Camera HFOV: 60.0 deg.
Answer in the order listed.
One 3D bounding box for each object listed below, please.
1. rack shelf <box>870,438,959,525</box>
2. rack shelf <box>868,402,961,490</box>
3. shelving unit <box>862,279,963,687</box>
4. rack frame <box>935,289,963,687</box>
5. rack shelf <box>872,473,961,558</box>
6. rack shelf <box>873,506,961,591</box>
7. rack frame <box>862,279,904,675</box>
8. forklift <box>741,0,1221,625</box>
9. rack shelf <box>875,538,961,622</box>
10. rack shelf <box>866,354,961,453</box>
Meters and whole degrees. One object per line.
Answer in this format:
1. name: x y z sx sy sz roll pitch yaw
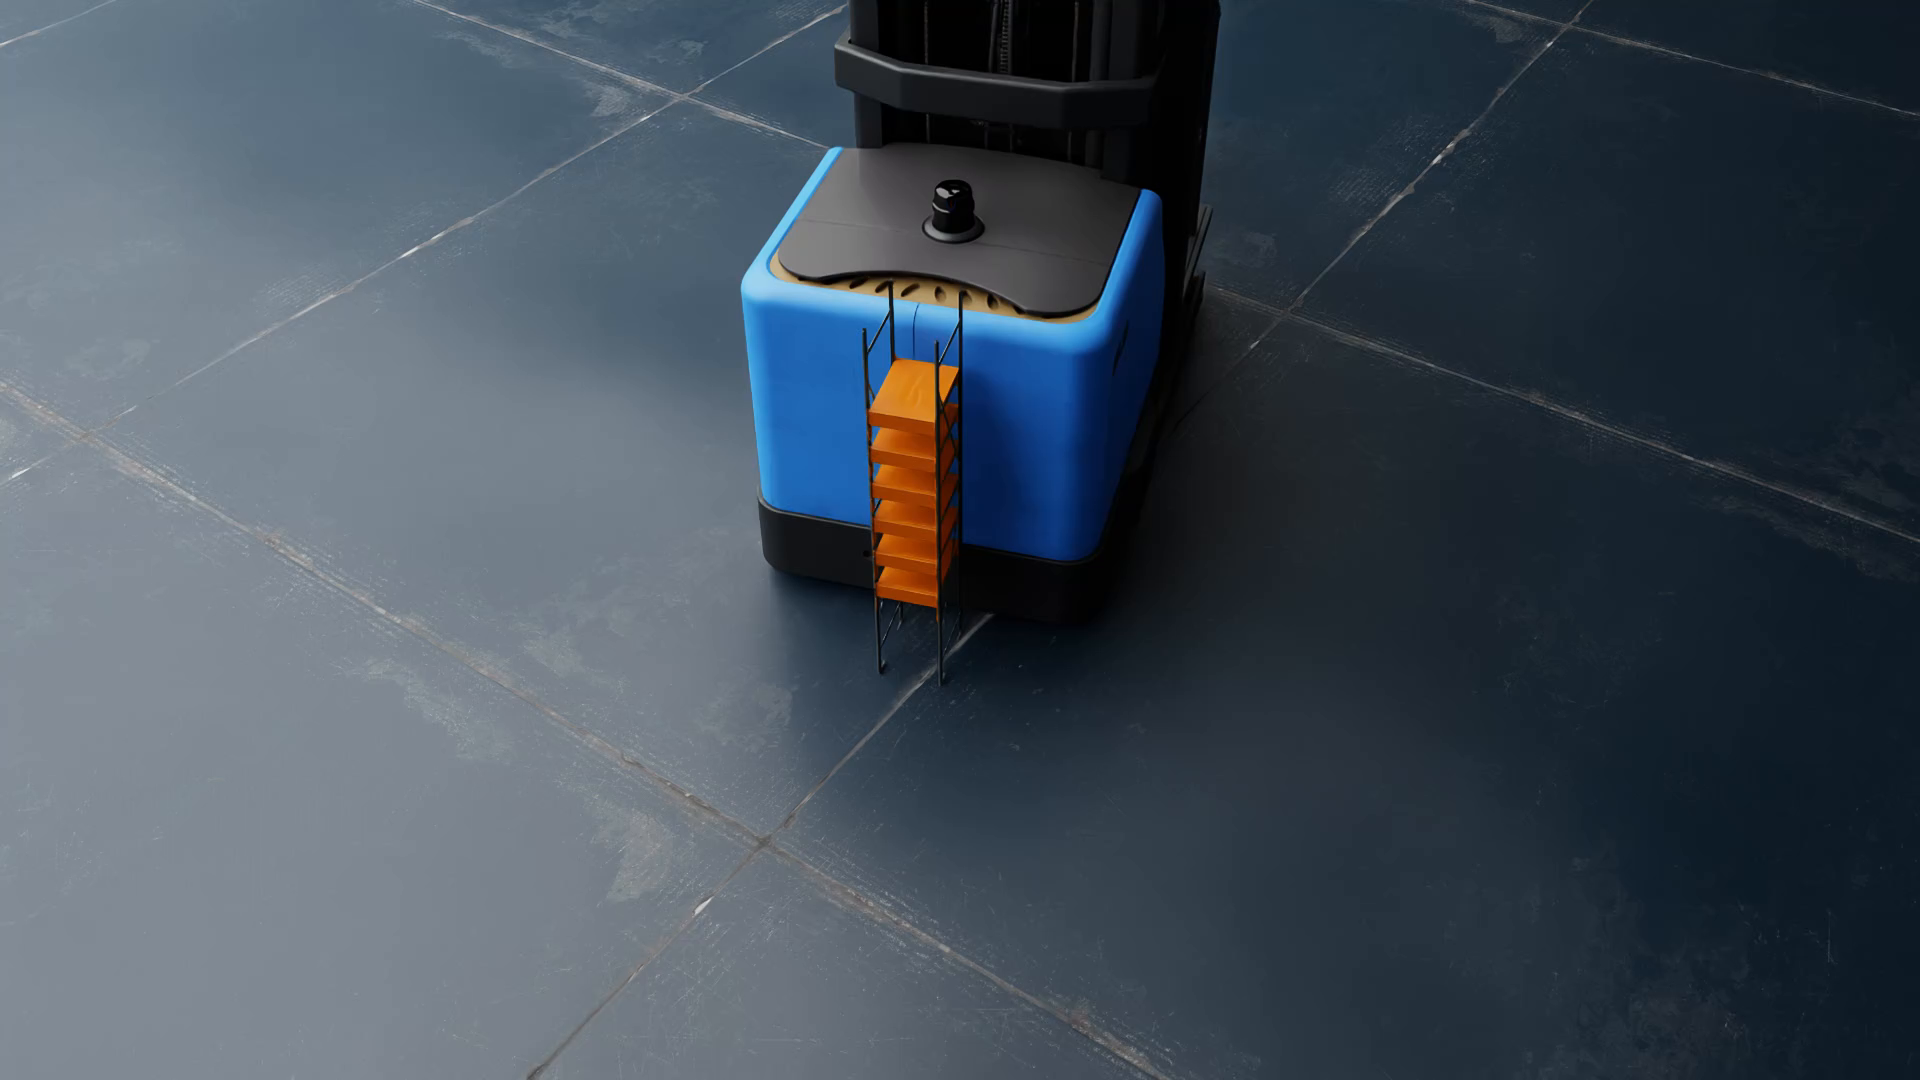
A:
1. rack shelf: -0.115 -0.173 4.430 0.180 0.103 0.258 10 43 11
2. rack shelf: -0.115 -0.263 4.350 0.180 0.103 0.258 10 43 11
3. shelving unit: -0.115 -0.117 4.481 0.189 1.200 0.258 10 43 11
4. rack frame: -0.027 -0.101 4.463 0.006 1.200 0.240 10 43 11
5. rack shelf: -0.115 -0.084 4.511 0.180 0.103 0.258 10 43 11
6. rack shelf: -0.115 0.005 4.591 0.180 0.103 0.258 10 43 11
7. rack frame: -0.203 -0.133 4.499 0.006 1.200 0.240 10 43 11
8. forklift: 0.277 -1.840 5.109 1.130 2.935 3.031 10 43 11
9. rack shelf: -0.115 0.095 4.671 0.180 0.103 0.258 10 43 11
10. rack shelf: -0.115 -0.352 4.270 0.180 0.103 0.258 10 43 11
